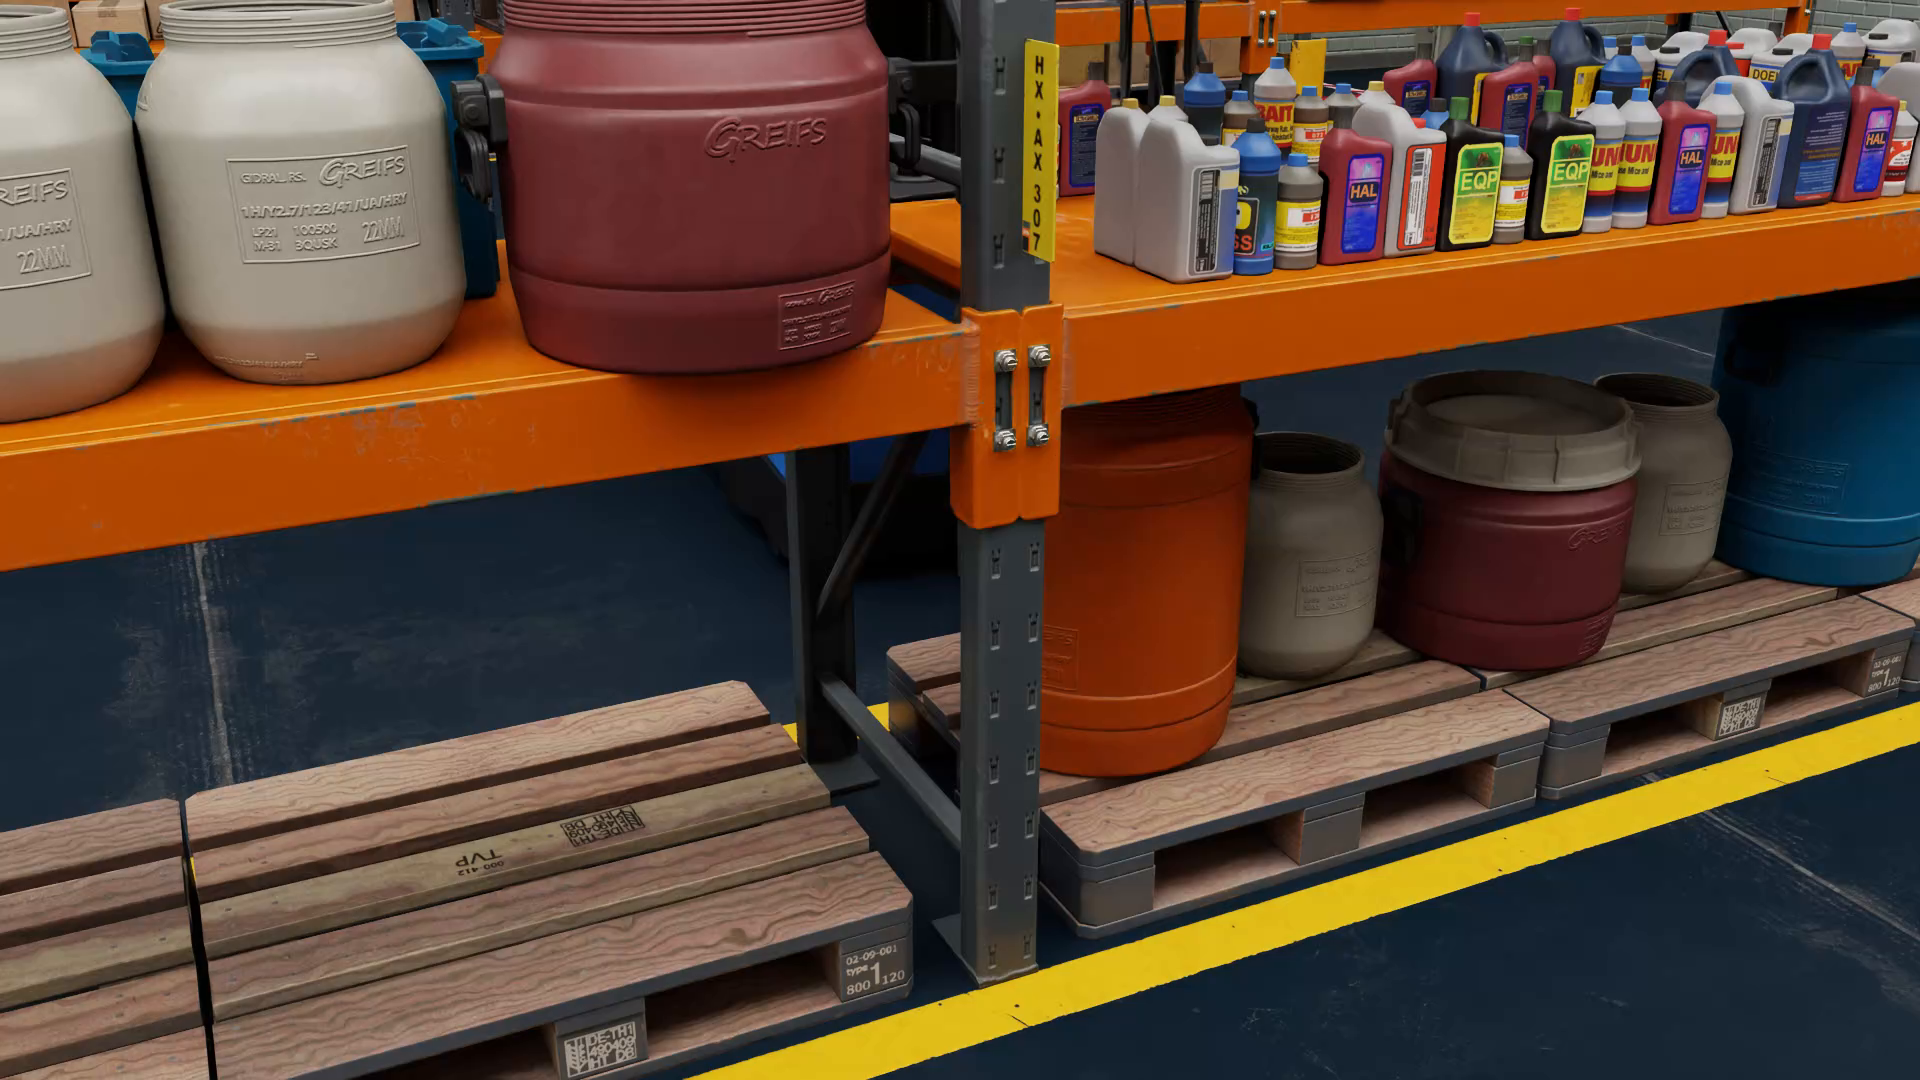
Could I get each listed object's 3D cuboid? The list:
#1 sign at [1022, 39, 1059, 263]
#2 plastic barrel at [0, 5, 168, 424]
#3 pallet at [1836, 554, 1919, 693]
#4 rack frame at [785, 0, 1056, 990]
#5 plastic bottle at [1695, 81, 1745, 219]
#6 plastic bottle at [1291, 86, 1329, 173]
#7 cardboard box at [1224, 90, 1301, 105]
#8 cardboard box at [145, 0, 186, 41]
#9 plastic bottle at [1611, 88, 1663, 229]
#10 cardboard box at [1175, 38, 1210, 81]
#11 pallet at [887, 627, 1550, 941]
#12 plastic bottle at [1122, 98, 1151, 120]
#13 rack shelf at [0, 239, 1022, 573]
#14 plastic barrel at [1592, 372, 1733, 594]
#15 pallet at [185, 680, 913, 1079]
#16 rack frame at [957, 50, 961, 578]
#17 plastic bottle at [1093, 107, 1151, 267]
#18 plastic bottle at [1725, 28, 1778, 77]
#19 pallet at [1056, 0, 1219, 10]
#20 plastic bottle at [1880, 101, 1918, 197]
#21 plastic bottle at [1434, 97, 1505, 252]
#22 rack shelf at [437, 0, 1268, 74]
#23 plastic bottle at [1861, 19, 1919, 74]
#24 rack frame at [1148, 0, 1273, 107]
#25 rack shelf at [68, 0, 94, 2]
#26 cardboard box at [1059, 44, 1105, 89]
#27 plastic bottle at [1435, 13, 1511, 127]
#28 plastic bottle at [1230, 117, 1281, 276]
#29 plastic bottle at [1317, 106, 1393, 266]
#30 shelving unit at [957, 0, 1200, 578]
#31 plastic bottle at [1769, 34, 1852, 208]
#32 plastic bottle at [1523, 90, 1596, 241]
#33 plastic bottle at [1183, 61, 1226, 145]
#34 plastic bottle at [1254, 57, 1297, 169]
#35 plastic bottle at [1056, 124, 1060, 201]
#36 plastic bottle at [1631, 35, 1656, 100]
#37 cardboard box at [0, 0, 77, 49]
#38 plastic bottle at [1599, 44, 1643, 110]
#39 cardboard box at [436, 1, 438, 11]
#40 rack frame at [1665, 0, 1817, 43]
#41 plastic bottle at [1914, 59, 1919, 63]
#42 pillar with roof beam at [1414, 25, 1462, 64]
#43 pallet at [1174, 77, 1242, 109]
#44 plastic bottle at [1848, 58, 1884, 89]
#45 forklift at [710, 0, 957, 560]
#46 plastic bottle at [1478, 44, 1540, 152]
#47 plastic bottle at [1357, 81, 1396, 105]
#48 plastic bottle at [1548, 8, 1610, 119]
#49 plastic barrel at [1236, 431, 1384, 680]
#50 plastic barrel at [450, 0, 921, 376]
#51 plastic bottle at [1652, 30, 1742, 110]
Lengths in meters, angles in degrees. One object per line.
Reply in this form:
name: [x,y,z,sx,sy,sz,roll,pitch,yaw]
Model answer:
sign: [0.123,-0.597,2.556,0.005,0.325,0.100,-10,25,-24]
plastic barrel: [-1.336,-0.447,2.262,0.421,0.512,0.421,0,22,0]
pallet: [2.769,0.029,4.904,1.213,0.211,1.003,-10,25,-24]
rack frame: [-0.122,-0.710,3.043,0.127,3.000,1.000,-10,25,-24]
plastic bottle: [1.565,-0.812,3.458,0.097,0.271,0.097,0,22,0]
plastic bottle: [0.816,-0.964,3.917,0.097,0.201,0.097,0,22,0]
cardboard box: [1.728,-2.321,9.629,0.500,0.500,0.500,-10,25,-24]
cardboard box: [-3.157,-2.295,6.988,0.500,0.311,0.500,-11,25,-24]
plastic bottle: [1.357,-0.774,3.366,0.097,0.271,0.097,0,22,0]
cardboard box: [1.752,-4.256,14.330,0.500,0.500,0.700,-11,25,-24]
pallet: [0.570,0.434,3.927,1.213,0.211,1.003,-10,25,-24]
plastic bottle: [0.377,-0.883,3.721,0.097,0.201,0.097,0,22,0]
rack shelf: [-1.924,-0.046,2.379,4.000,0.370,1.077,-10,25,-24]
plastic barrel: [1.799,-0.153,4.402,0.421,0.512,0.421,0,22,0]
pallet: [-0.837,0.694,3.298,1.213,0.211,1.003,-10,25,-24]
rack frame: [0.071,-0.796,4.427,0.015,2.100,0.400,-8,24,-20]
plastic bottle: [0.342,-0.665,3.097,0.135,0.276,0.152,-10,25,-24]
plastic bottle: [2.066,-1.217,4.430,0.135,0.276,0.152,-10,25,-24]
pallet: [0.570,-2.897,8.578,1.213,0.211,1.003,-10,25,-24]
plastic bottle: [2.061,-0.871,3.692,0.097,0.201,0.097,0,22,0]
plastic bottle: [0.966,-0.699,3.170,0.133,0.283,0.061,-10,25,-24]
rack shelf: [-0.465,-2.417,8.107,4.000,0.370,1.077,-10,25,-24]
plastic bottle: [2.570,-1.310,4.654,0.135,0.276,0.152,-10,25,-24]
rack frame: [1.337,-3.081,8.771,0.127,3.000,1.000,-10,25,-24]
rack shelf: [-6.221,-3.460,10.627,4.000,0.370,1.077,-10,25,-24]
cardboard box: [0.821,-4.082,13.908,0.500,0.500,0.700,-10,24,-22]
plastic bottle: [1.249,-1.103,4.056,0.185,0.351,0.144,-10,25,-24]
plastic bottle: [0.525,-0.620,2.995,0.097,0.271,0.097,0,22,0]
plastic bottle: [0.724,-0.655,3.063,0.133,0.283,0.061,-10,25,-24]
shelving unit: [0.298,-0.830,4.509,0.503,2.100,0.431,-8,24,-20]
plastic bottle: [1.803,-0.902,3.573,0.185,0.351,0.144,-10,25,-24]
plastic bottle: [1.174,-0.738,3.263,0.133,0.283,0.061,-10,25,-24]
plastic bottle: [0.553,-0.948,3.786,0.097,0.271,0.097,0,22,0]
plastic bottle: [0.728,-0.980,3.864,0.097,0.271,0.097,0,22,0]
plastic bottle: [0.169,-0.845,3.629,0.097,0.201,0.097,0,22,0]
plastic bottle: [1.740,-1.166,4.314,0.097,0.271,0.097,0,22,0]
cardboard box: [-3.772,-2.180,6.463,0.500,0.500,0.500,-12,25,-26]
plastic bottle: [1.627,-1.084,4.116,0.097,0.271,0.097,0,22,0]
cardboard box: [-3.699,-3.401,11.807,0.750,0.750,0.750,-11,25,-24]
rack frame: [4.942,-3.744,10.374,0.127,3.000,1.000,-10,25,-24]
plastic bottle: [2.641,-1.235,4.572,0.097,0.201,0.097,0,22,0]
pillar with roof beam: [6.715,-7.485,11.567,0.400,9.000,9.100,-10,25,-24]
pallet: [2.103,-4.003,14.644,1.213,0.211,1.003,-10,25,-24]
plastic bottle: [2.083,-0.972,3.844,0.097,0.271,0.097,0,22,0]
forklift: [-0.521,-1.813,5.798,1.130,2.935,3.031,-8,24,-19]
plastic bottle: [1.316,-1.041,3.994,0.133,0.283,0.061,-10,25,-24]
plastic bottle: [0.991,-0.996,3.995,0.097,0.201,0.097,0,22,0]
plastic bottle: [1.536,-1.155,4.184,0.185,0.351,0.144,-10,25,-24]
plastic barrel: [0.782,0.034,3.949,0.421,0.512,0.421,0,22,0]
plastic barrel: [-0.409,-0.591,2.578,0.708,0.536,0.600,-10,25,-24]
plastic bottle: [1.616,-0.933,3.646,0.185,0.351,0.144,-10,25,-24]
